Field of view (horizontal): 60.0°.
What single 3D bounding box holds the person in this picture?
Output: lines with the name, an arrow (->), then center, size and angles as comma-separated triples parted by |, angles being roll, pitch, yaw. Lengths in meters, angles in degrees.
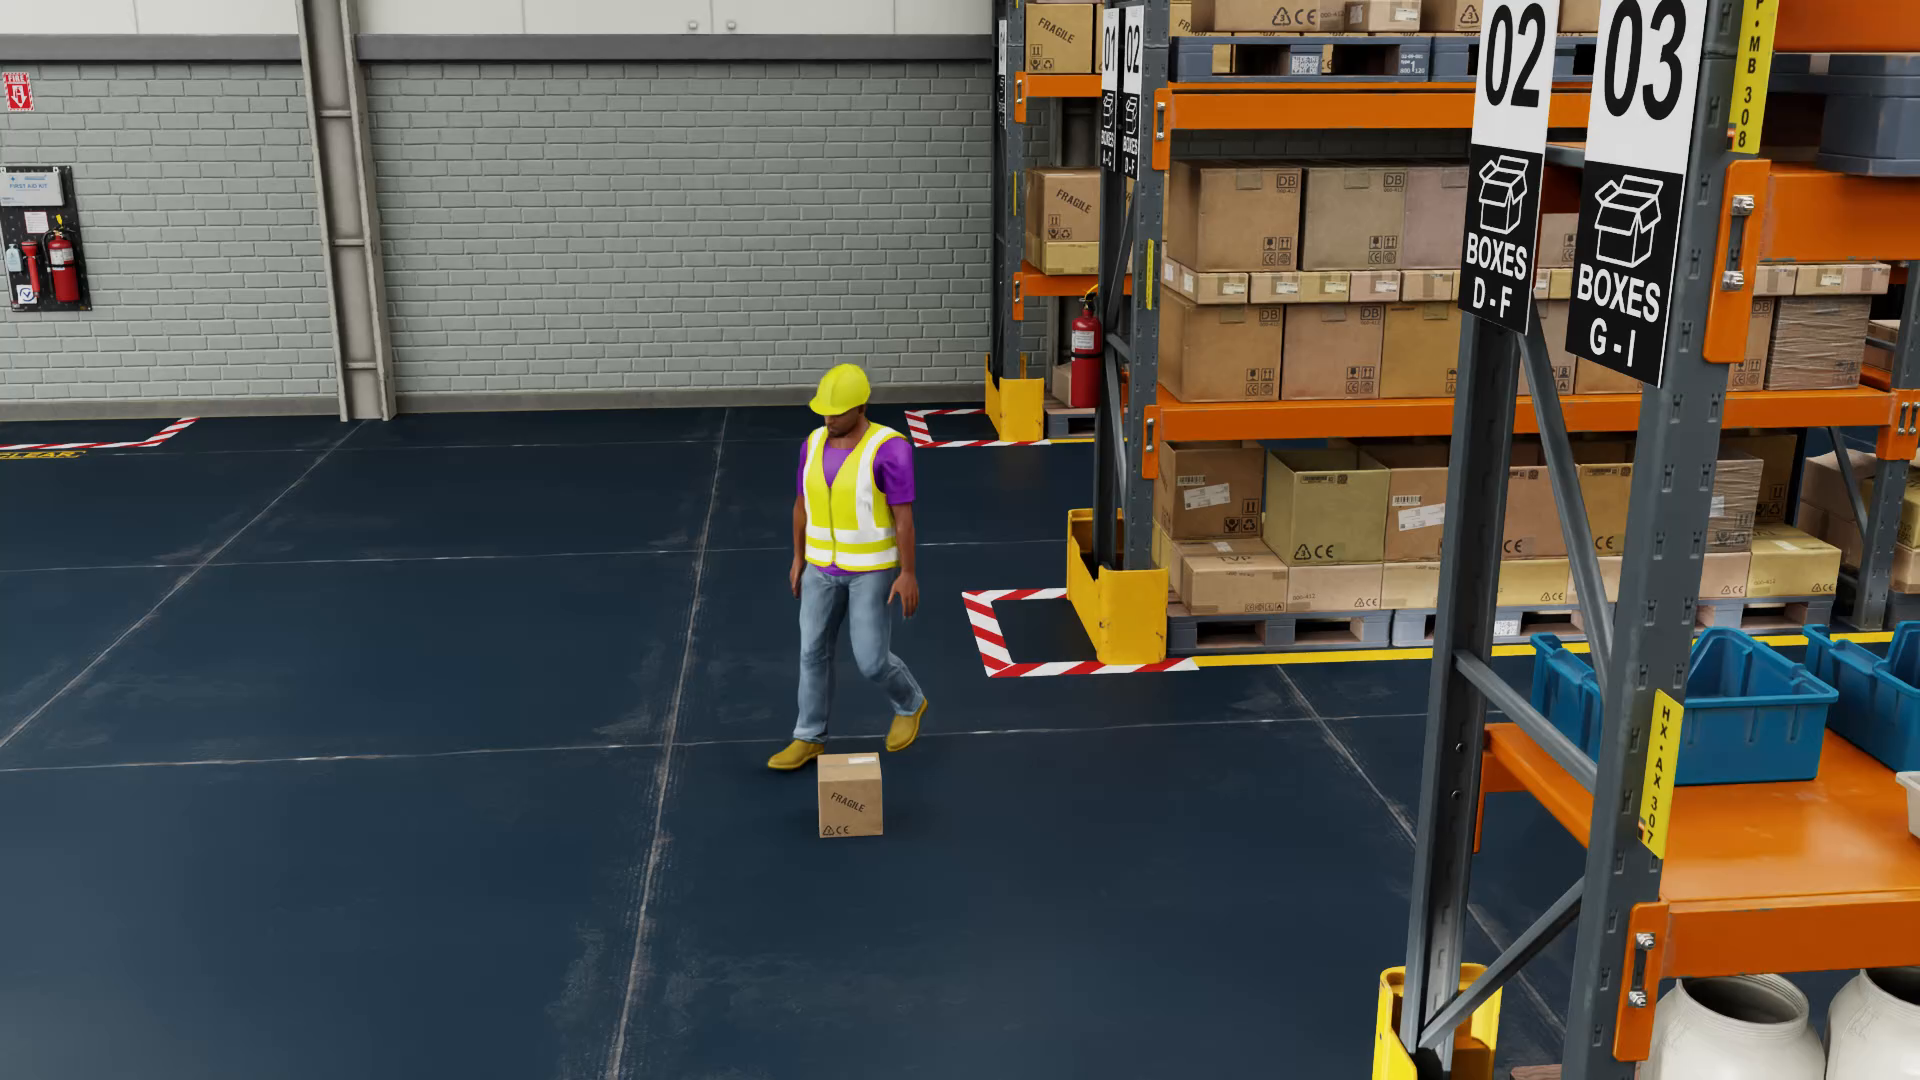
person -> -0.471, 0.114, 7.076 | 0.655, 1.761, 0.638 | 9, 19, 27
